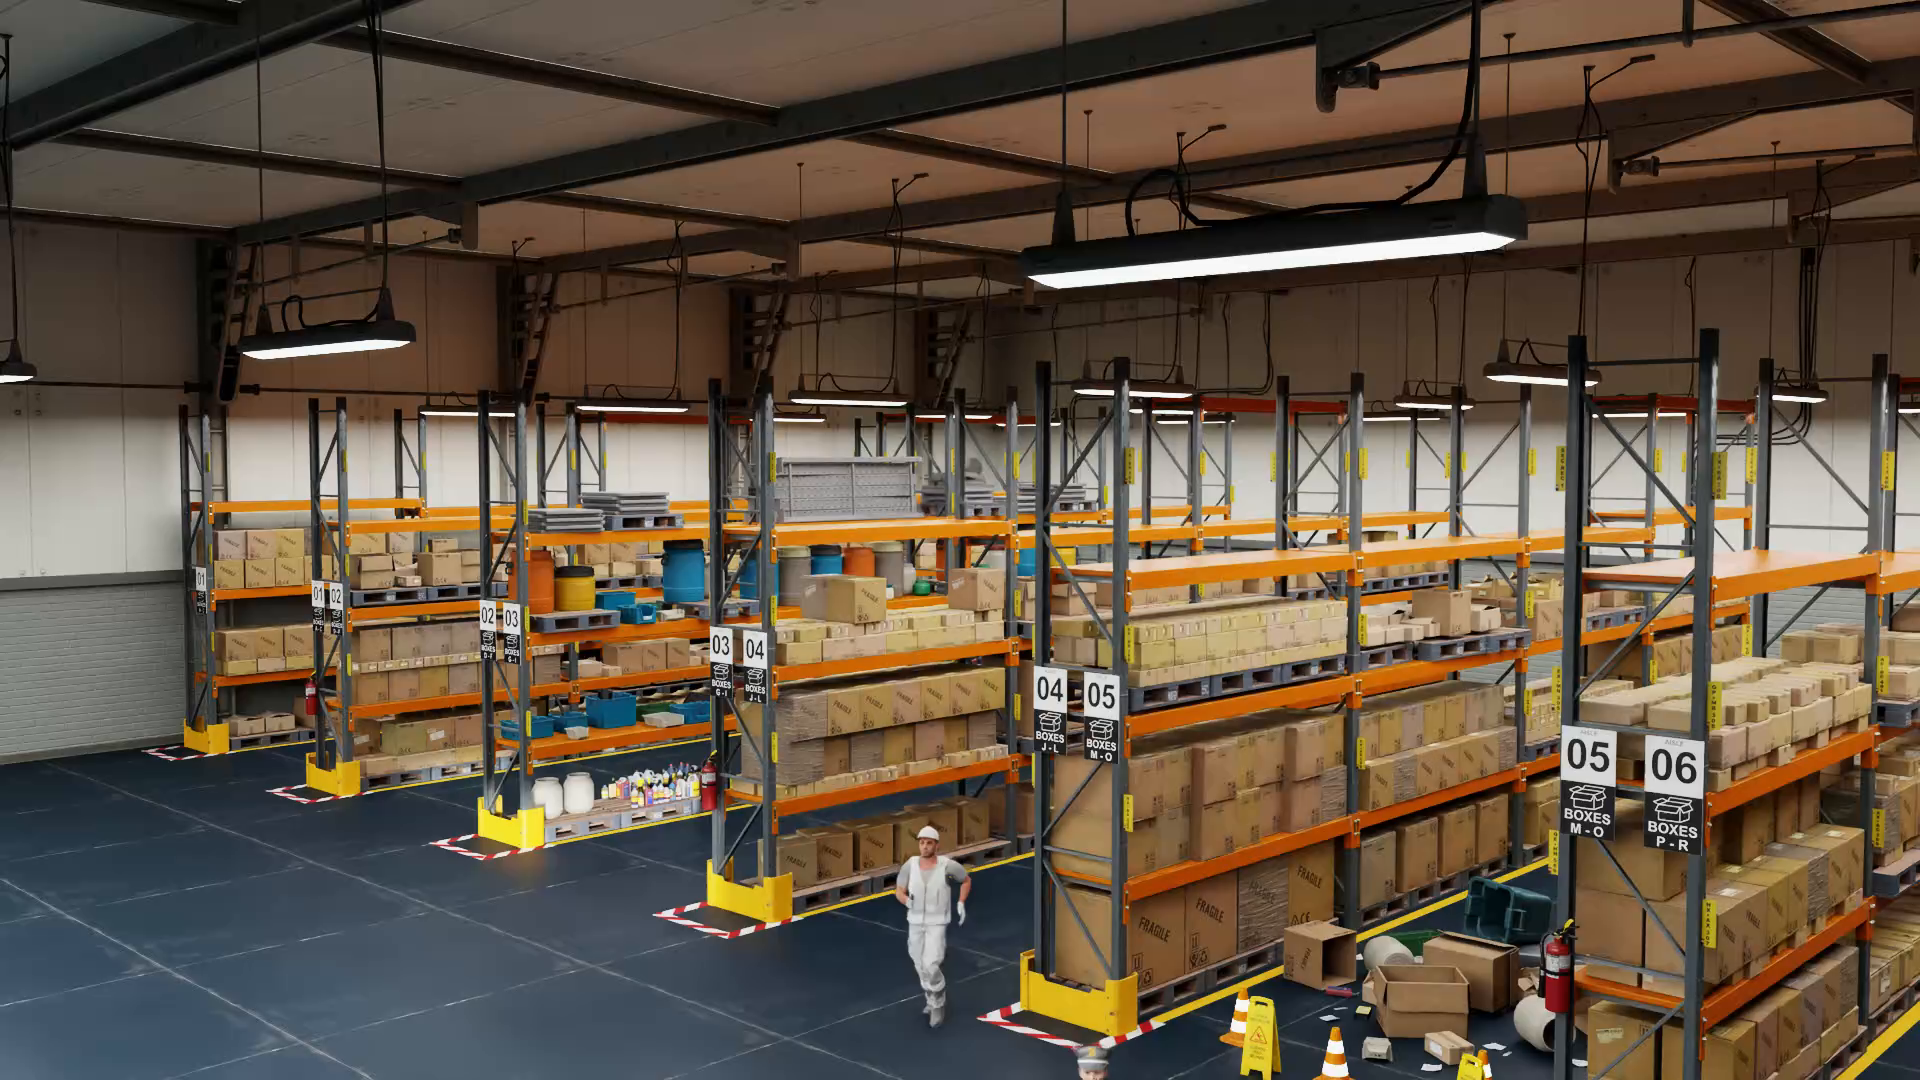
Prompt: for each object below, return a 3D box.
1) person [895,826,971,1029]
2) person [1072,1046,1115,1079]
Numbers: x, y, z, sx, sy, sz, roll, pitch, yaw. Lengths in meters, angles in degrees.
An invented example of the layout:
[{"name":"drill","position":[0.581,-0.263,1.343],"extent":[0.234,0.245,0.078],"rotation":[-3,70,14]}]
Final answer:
[{"name":"person","position":[-0.281,3.476,14.975],"extent":[0.628,1.787,0.710],"rotation":[1,3,19]},{"name":"person","position":[0.794,3.801,9.738],"extent":[0.579,1.742,0.739],"rotation":[1,3,12]}]
